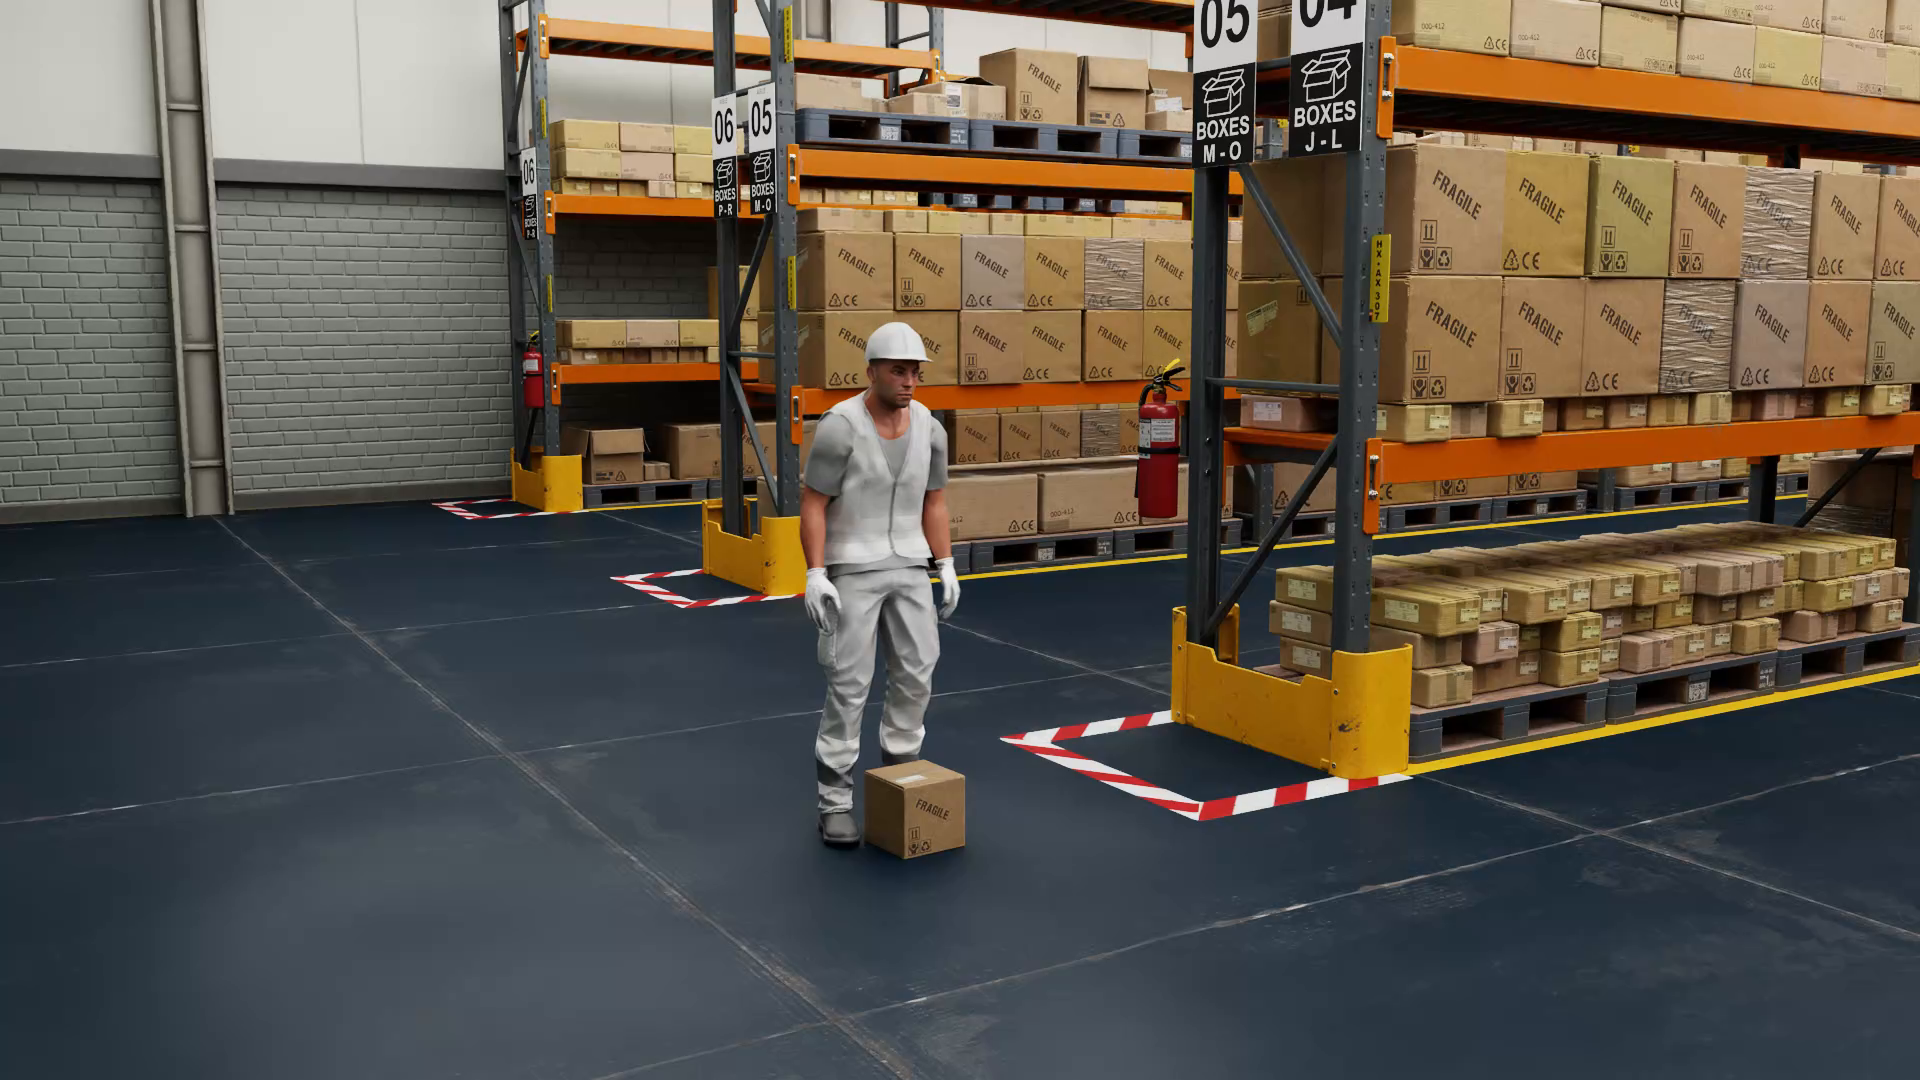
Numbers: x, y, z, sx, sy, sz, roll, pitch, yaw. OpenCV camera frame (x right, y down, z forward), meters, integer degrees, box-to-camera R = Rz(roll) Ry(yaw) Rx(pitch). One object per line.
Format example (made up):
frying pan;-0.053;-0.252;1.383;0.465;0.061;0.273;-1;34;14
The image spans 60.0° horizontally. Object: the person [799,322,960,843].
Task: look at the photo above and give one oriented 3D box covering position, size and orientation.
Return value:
person;-0.270;0.138;5.787;0.609;1.779;0.454;-5;9;-31
